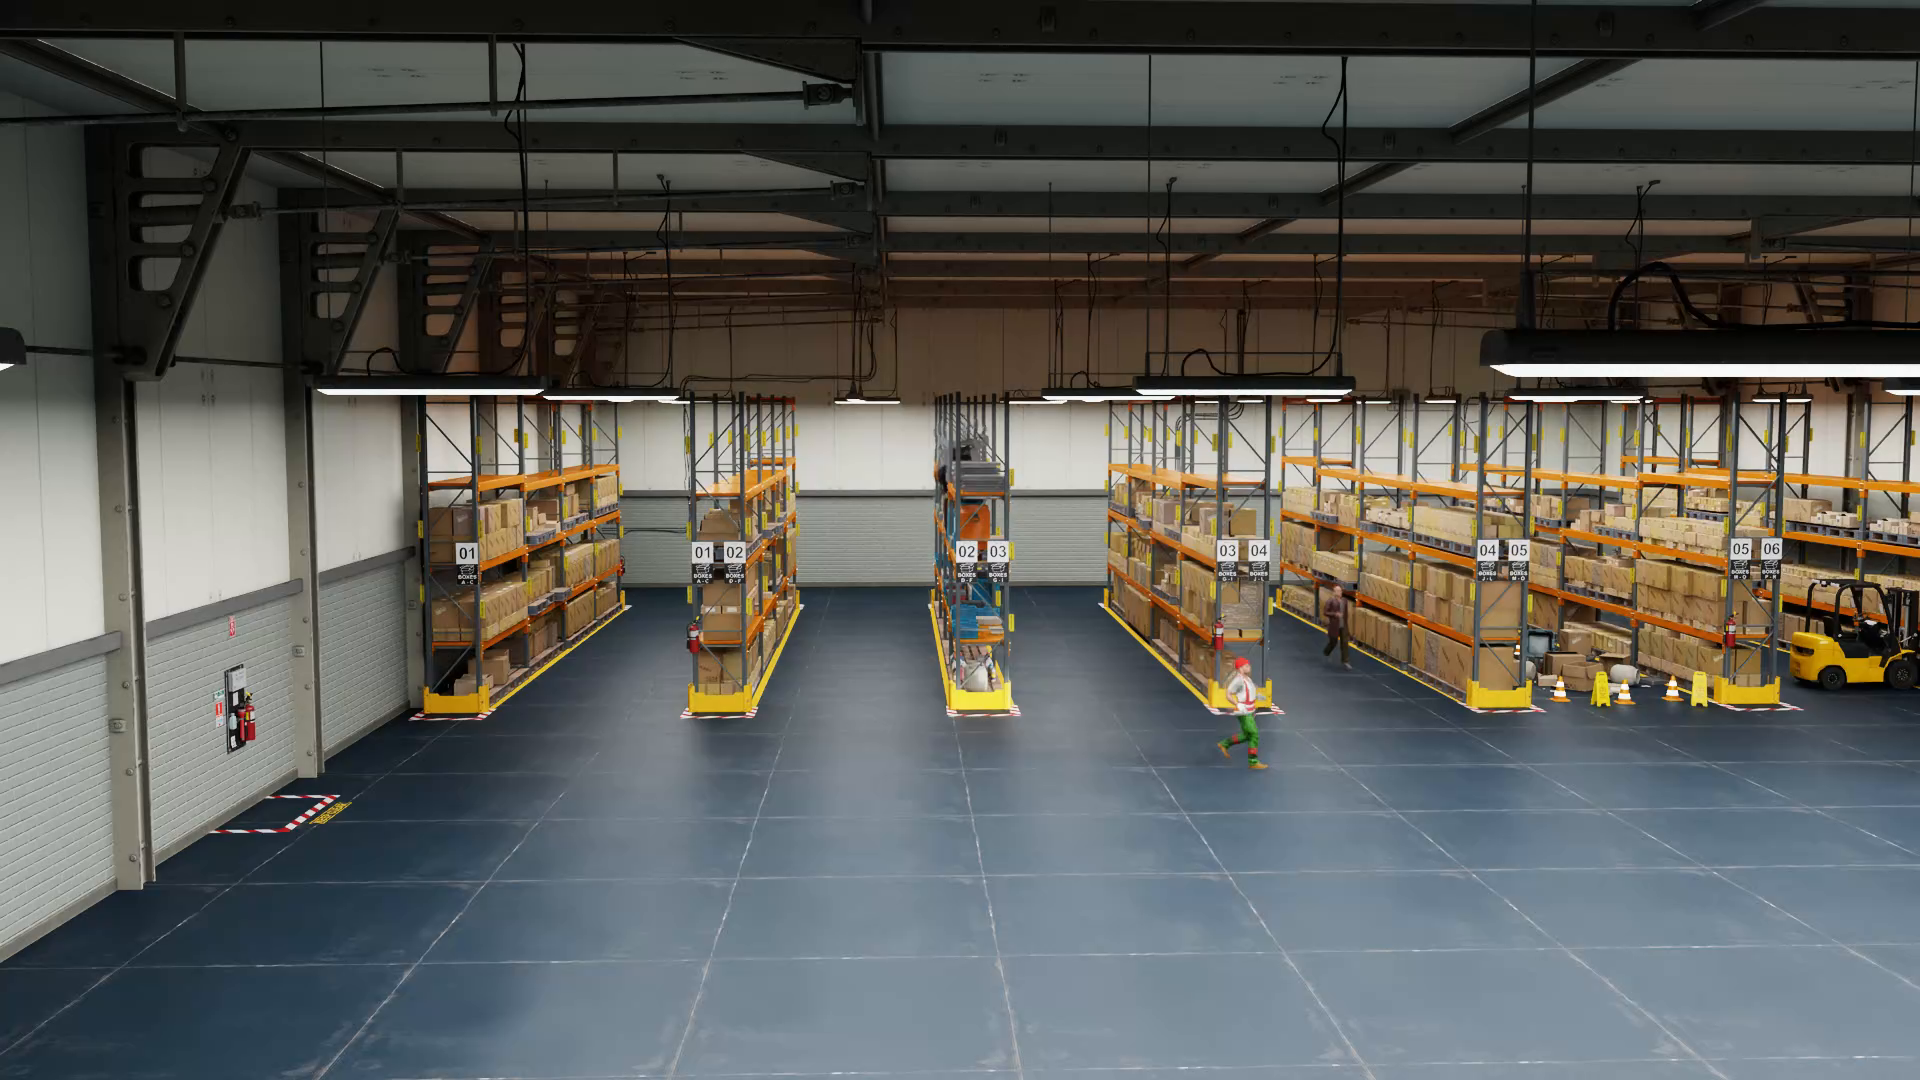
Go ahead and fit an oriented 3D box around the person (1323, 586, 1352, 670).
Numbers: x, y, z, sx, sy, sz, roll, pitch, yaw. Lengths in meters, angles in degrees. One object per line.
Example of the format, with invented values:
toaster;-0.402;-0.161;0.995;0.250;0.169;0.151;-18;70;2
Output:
person;8.266;1.998;36.400;0.708;1.570;1.050;-1;5;-16

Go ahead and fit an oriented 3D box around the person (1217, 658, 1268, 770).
person;4.474;2.737;26.332;0.867;1.759;0.669;2;5;27
